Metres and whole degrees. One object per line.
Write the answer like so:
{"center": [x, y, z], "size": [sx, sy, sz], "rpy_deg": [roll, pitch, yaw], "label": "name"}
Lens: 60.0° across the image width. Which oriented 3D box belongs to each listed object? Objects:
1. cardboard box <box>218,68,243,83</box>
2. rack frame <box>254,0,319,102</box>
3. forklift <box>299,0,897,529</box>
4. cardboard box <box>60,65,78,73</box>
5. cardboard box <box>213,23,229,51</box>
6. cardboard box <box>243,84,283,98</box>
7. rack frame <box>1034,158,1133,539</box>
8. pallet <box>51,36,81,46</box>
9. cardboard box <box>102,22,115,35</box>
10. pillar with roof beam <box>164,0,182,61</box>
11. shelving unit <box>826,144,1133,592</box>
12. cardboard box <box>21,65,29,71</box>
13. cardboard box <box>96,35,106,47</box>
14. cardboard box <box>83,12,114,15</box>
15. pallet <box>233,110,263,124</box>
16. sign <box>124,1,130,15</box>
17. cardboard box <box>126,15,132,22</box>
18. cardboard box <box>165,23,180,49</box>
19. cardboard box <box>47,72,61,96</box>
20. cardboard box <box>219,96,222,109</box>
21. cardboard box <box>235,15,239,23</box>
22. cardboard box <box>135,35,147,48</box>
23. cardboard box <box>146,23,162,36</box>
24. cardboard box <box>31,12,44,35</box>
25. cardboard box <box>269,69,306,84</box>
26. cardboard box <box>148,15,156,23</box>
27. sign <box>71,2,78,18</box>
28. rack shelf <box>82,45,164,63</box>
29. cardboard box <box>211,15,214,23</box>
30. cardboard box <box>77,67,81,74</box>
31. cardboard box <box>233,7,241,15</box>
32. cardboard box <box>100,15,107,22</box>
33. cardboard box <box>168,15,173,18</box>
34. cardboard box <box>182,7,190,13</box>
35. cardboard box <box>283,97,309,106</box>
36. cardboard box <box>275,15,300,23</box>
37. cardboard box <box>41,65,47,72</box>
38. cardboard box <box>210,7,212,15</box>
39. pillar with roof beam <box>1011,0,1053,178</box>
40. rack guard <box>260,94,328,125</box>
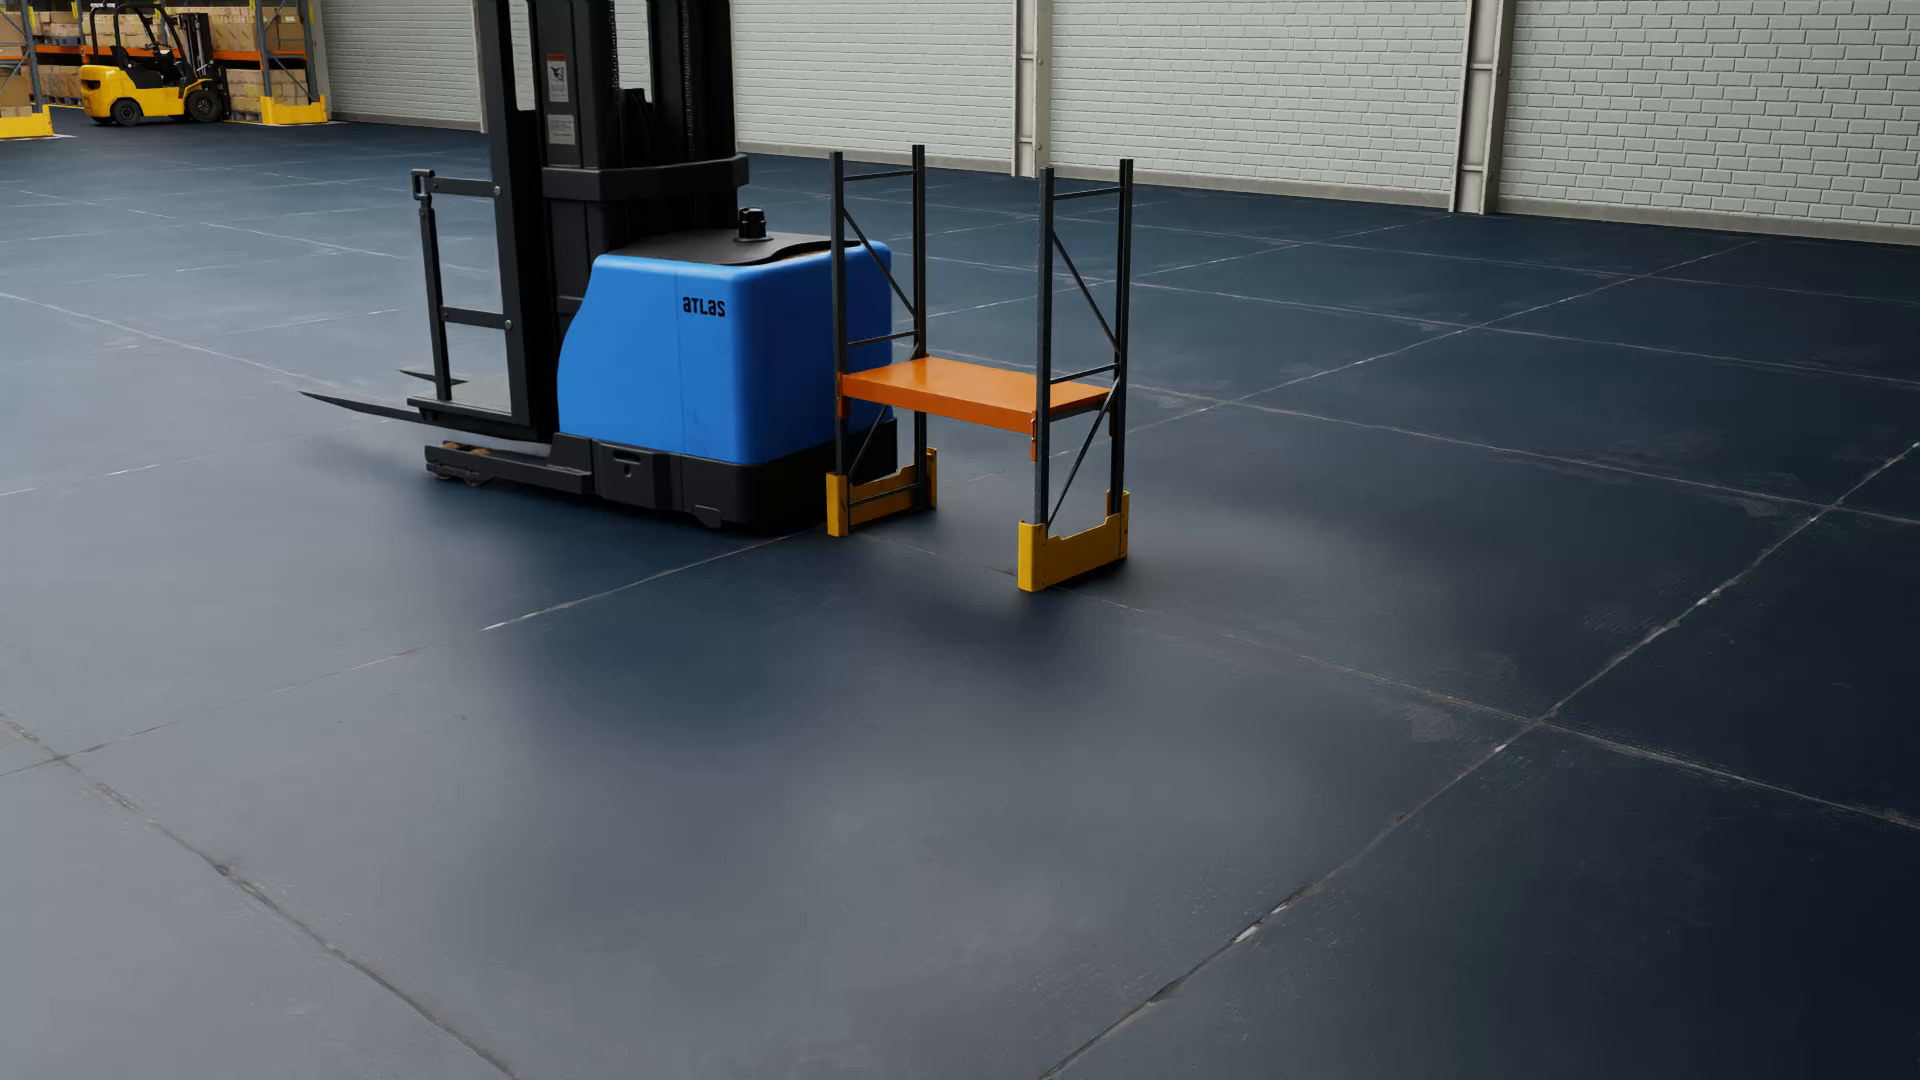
{"center": [-13.958, -8.948, 32.045], "size": [0.500, 0.250, 0.500], "rpy_deg": [15, 23, 40], "label": "cardboard box"}
{"center": [-12.636, -9.359, 31.144], "size": [0.127, 3.000, 1.000], "rpy_deg": [15, 23, 39], "label": "rack frame"}
{"center": [-1.796, -1.758, 7.304], "size": [3.031, 2.935, 1.130], "rpy_deg": [11, 21, 31], "label": "forklift"}
{"center": [-19.904, -10.549, 37.259], "size": [0.250, 0.149, 0.380], "rpy_deg": [15, 23, 38], "label": "cardboard box"}
{"center": [-13.944, -9.655, 31.912], "size": [0.500, 0.500, 0.500], "rpy_deg": [14, 23, 38], "label": "cardboard box"}
{"center": [-13.208, -8.514, 31.506], "size": [0.500, 0.250, 0.500], "rpy_deg": [15, 23, 39], "label": "cardboard box"}
{"center": [0.444, -0.596, 6.009], "size": [0.032, 1.500, 0.500], "rpy_deg": [15, 23, 39], "label": "rack frame"}
{"center": [-19.174, -10.994, 36.613], "size": [1.003, 0.211, 1.213], "rpy_deg": [15, 23, 39], "label": "pallet"}
{"center": [-17.697, -10.778, 35.036], "size": [0.500, 0.250, 0.500], "rpy_deg": [14, 23, 38], "label": "cardboard box"}
{"center": [-19.904, -12.793, 32.046], "size": [0.400, 9.000, 9.100], "rpy_deg": [15, 23, 39], "label": "pillar with roof beam"}
{"center": [0.057, -0.700, 6.337], "size": [1.083, 1.500, 0.587], "rpy_deg": [15, 23, 39], "label": "shelving unit"}
{"center": [-21.520, -10.954, 38.536], "size": [0.250, 0.149, 0.380], "rpy_deg": [16, 24, 42], "label": "cardboard box"}
{"center": [-18.077, -10.648, 35.451], "size": [0.500, 0.250, 0.500], "rpy_deg": [14, 23, 38], "label": "cardboard box"}
{"center": [-18.901, -11.352, 36.564], "size": [0.500, 0.500, 0.500], "rpy_deg": [16, 24, 42], "label": "cardboard box"}
{"center": [-13.236, -8.174, 32.020], "size": [1.213, 0.211, 1.003], "rpy_deg": [15, 23, 39], "label": "pallet"}
{"center": [-18.254, -11.644, 36.428], "size": [0.005, 0.325, 0.100], "rpy_deg": [15, 23, 39], "label": "sign"}
{"center": [-17.006, -10.787, 34.406], "size": [0.250, 0.149, 0.380], "rpy_deg": [15, 23, 40], "label": "cardboard box"}
{"center": [-15.470, -10.062, 33.192], "size": [0.500, 0.500, 0.500], "rpy_deg": [14, 22, 38], "label": "cardboard box"}
{"center": [-20.240, -10.318, 37.603], "size": [0.500, 0.500, 0.500], "rpy_deg": [14, 22, 37], "label": "cardboard box"}
{"center": [-14.335, -8.575, 32.525], "size": [0.500, 0.250, 0.500], "rpy_deg": [16, 24, 41], "label": "cardboard box"}
{"center": [-13.446, -9.833, 31.398], "size": [0.250, 0.149, 0.380], "rpy_deg": [16, 23, 40], "label": "cardboard box"}
{"center": [-16.558, -10.233, 34.144], "size": [0.500, 0.250, 0.500], "rpy_deg": [15, 23, 39], "label": "cardboard box"}
{"center": [-16.165, -10.370, 33.750], "size": [0.500, 0.250, 0.500], "rpy_deg": [14, 23, 38], "label": "cardboard box"}
{"center": [-20.424, -11.607, 37.367], "size": [0.500, 0.500, 0.700], "rpy_deg": [15, 23, 39], "label": "cardboard box"}
{"center": [-12.870, -8.865, 31.784], "size": [0.500, 0.250, 0.500], "rpy_deg": [15, 23, 38], "label": "cardboard box"}
{"center": [-16.236, -10.585, 33.769], "size": [0.250, 0.149, 0.380], "rpy_deg": [15, 23, 38], "label": "cardboard box"}
{"center": [-18.973, -11.355, 35.649], "size": [0.005, 0.325, 0.100], "rpy_deg": [15, 23, 39], "label": "sign"}
{"center": [-17.124, -10.221, 35.049], "size": [4.000, 0.370, 1.077], "rpy_deg": [15, 23, 39], "label": "rack shelf"}
{"center": [-14.184, -10.045, 32.066], "size": [0.250, 0.149, 0.380], "rpy_deg": [15, 23, 39], "label": "cardboard box"}
{"center": [-19.157, -10.325, 36.553], "size": [0.250, 0.149, 0.380], "rpy_deg": [14, 22, 37], "label": "cardboard box"}
{"center": [-13.463, -9.971, 31.342], "size": [0.250, 0.149, 0.380], "rpy_deg": [16, 23, 40], "label": "cardboard box"}
{"center": [-17.963, -11.043, 35.212], "size": [0.250, 0.149, 0.380], "rpy_deg": [15, 23, 40], "label": "cardboard box"}
{"center": [-15.564, -10.396, 33.172], "size": [0.250, 0.149, 0.380], "rpy_deg": [15, 23, 38], "label": "cardboard box"}
{"center": [-15.010, -10.374, 32.611], "size": [0.250, 0.149, 0.380], "rpy_deg": [16, 23, 40], "label": "cardboard box"}
{"center": [-12.874, -8.392, 31.946], "size": [0.500, 0.250, 0.500], "rpy_deg": [15, 23, 39], "label": "cardboard box"}
{"center": [-12.718, -9.843, 31.430], "size": [0.250, 0.149, 0.380], "rpy_deg": [14, 23, 38], "label": "cardboard box"}
{"center": [-20.686, -10.757, 37.913], "size": [0.250, 0.149, 0.380], "rpy_deg": [15, 23, 39], "label": "cardboard box"}
{"center": [-14.195, -10.189, 32.028], "size": [0.250, 0.149, 0.380], "rpy_deg": [15, 23, 40], "label": "cardboard box"}
{"center": [-1.954, -7.974, 16.862], "size": [0.400, 9.000, 9.100], "rpy_deg": [15, 23, 39], "label": "pillar with roof beam"}
{"center": [-12.618, -8.163, 31.507], "size": [0.348, 0.500, 1.175], "rpy_deg": [15, 23, 39], "label": "rack guard"}
